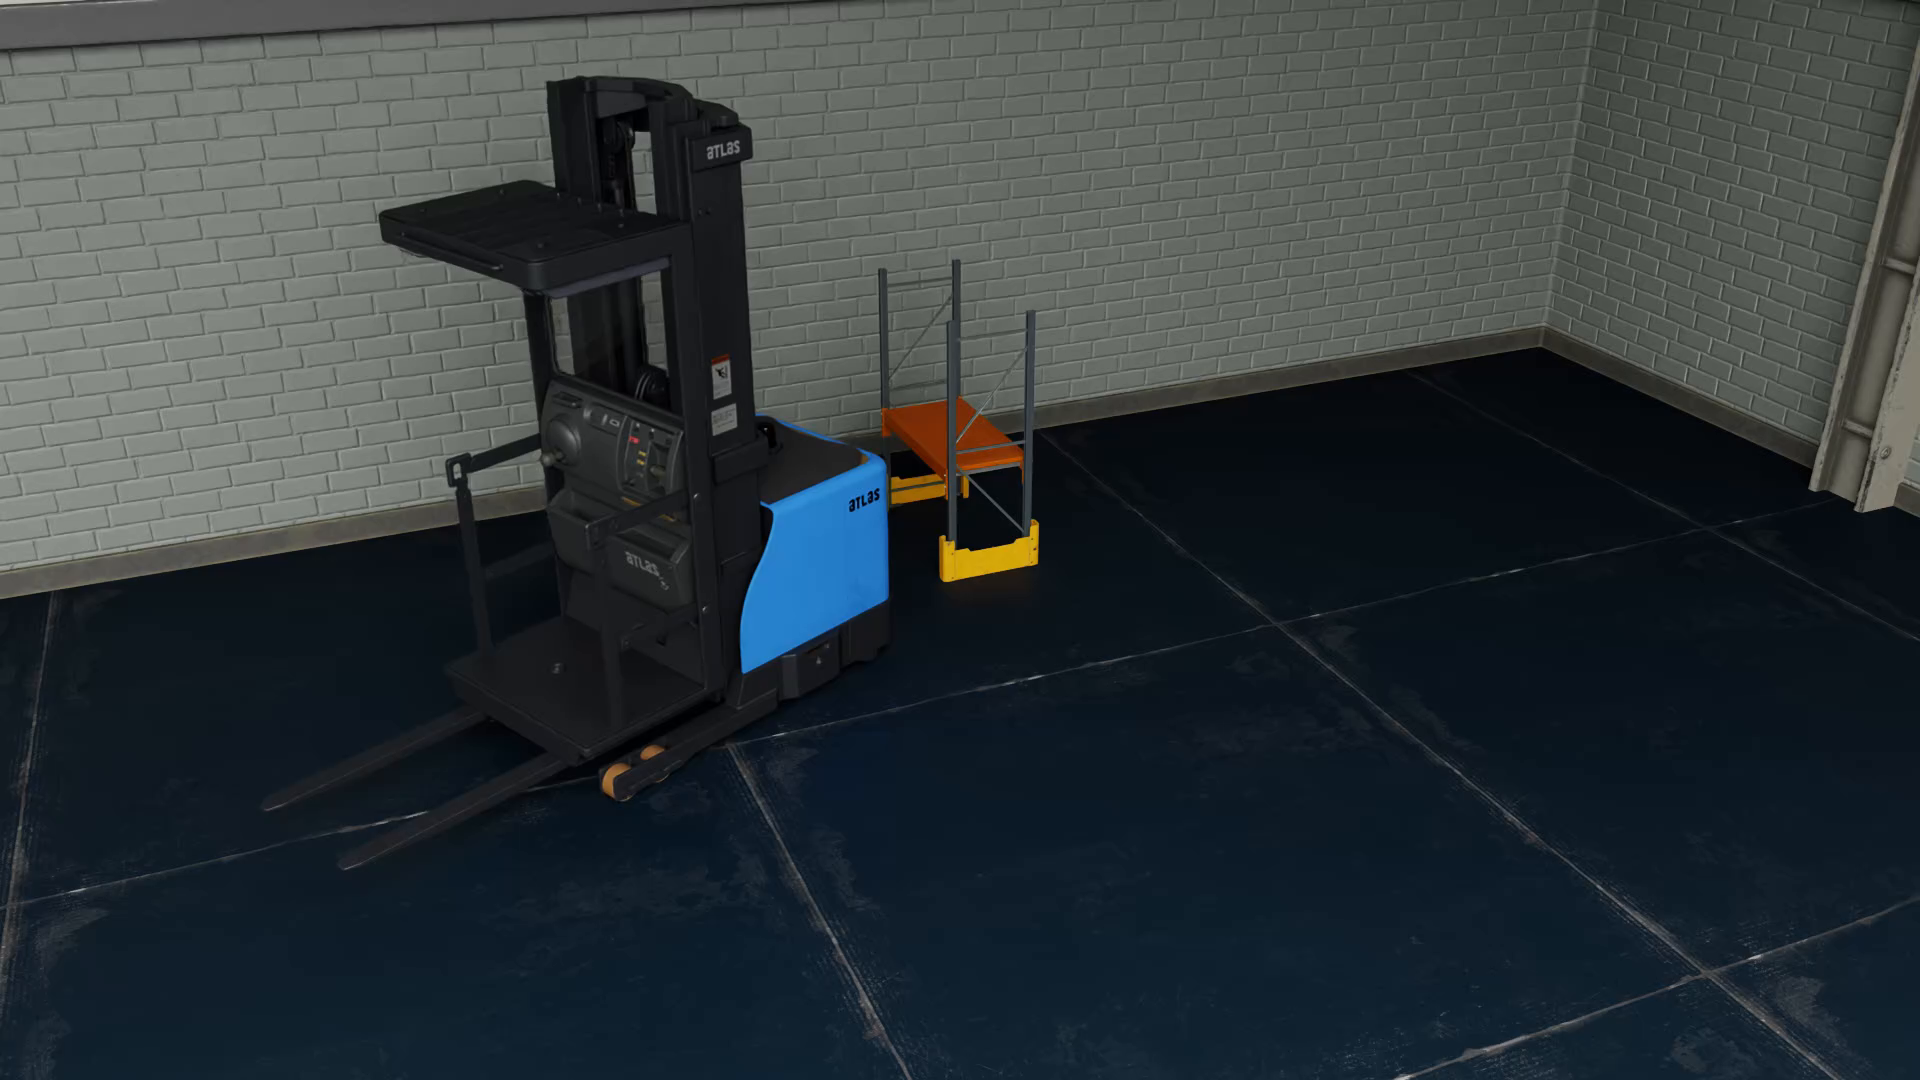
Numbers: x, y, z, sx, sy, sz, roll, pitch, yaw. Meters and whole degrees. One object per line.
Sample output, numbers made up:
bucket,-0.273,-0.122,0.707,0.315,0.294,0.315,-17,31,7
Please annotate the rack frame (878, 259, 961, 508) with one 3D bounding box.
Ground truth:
rack frame,-0.232,-0.914,9.912,0.500,1.500,0.032,-11,28,-21

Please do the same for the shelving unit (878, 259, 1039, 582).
shelving unit,-0.030,-0.705,9.484,0.587,1.500,1.083,-11,28,-21

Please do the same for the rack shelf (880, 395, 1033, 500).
rack shelf,-0.033,-0.547,9.570,0.538,0.185,1.000,-11,28,-21

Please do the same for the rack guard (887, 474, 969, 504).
rack guard,-0.225,-0.344,10.170,0.587,0.250,0.087,-11,28,-21

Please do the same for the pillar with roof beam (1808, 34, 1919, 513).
pillar with roof beam,1.565,-3.575,6.815,9.100,9.000,0.400,-11,28,-21

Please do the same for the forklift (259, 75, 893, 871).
forklift,-1.691,-0.409,7.247,1.130,2.935,3.031,21,33,36

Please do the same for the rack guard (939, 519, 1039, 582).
rack guard,0.165,0.058,9.346,0.587,0.250,0.087,-11,28,-21

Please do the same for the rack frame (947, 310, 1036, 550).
rack frame,0.166,-0.503,9.071,0.500,1.500,0.032,-11,28,-21
